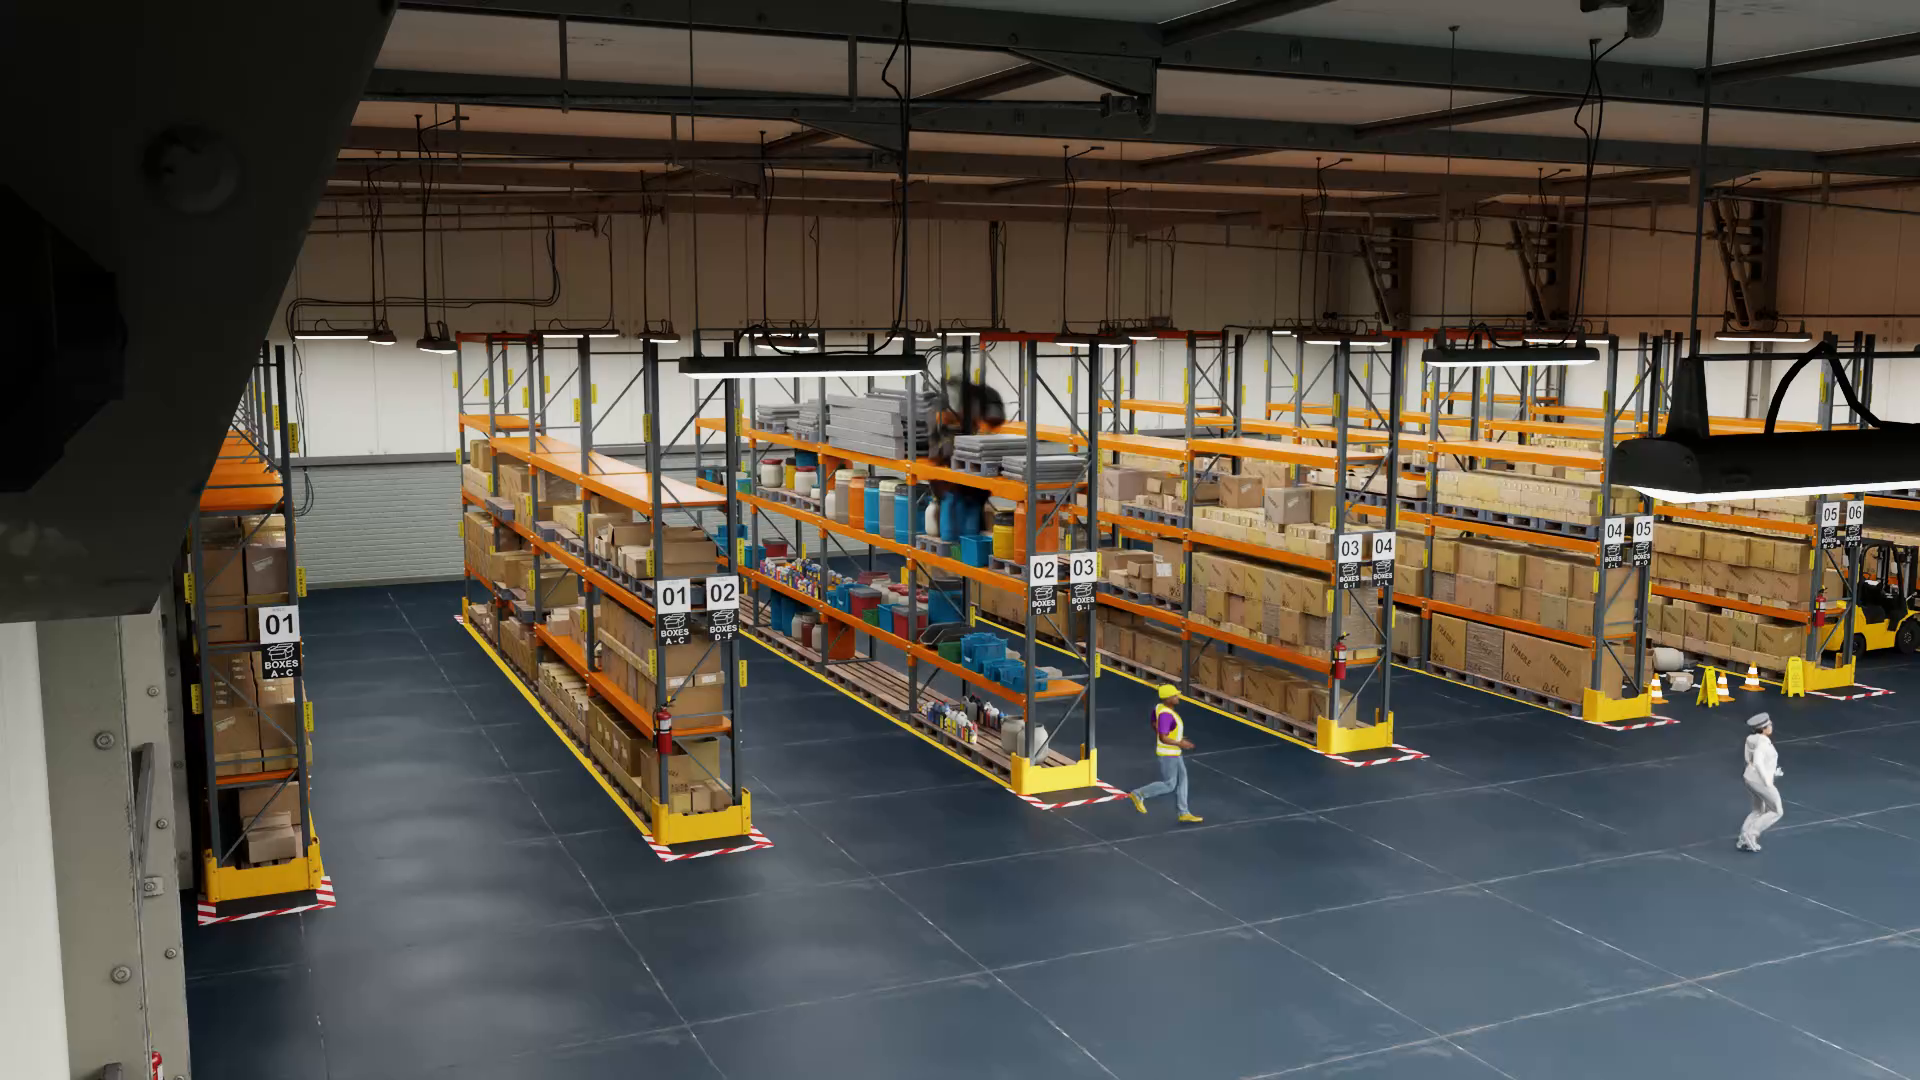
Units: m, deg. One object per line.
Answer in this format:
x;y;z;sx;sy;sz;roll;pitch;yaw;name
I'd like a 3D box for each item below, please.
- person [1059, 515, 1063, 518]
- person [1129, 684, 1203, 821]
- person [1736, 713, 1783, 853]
2.284;0.210;39.538;0.767;1.608;0.727;-2;8;-11;person
2.588;2.669;20.801;0.916;1.752;0.704;1;8;9;person
9.493;2.871;19.634;0.509;1.676;0.565;0;8;3;person
